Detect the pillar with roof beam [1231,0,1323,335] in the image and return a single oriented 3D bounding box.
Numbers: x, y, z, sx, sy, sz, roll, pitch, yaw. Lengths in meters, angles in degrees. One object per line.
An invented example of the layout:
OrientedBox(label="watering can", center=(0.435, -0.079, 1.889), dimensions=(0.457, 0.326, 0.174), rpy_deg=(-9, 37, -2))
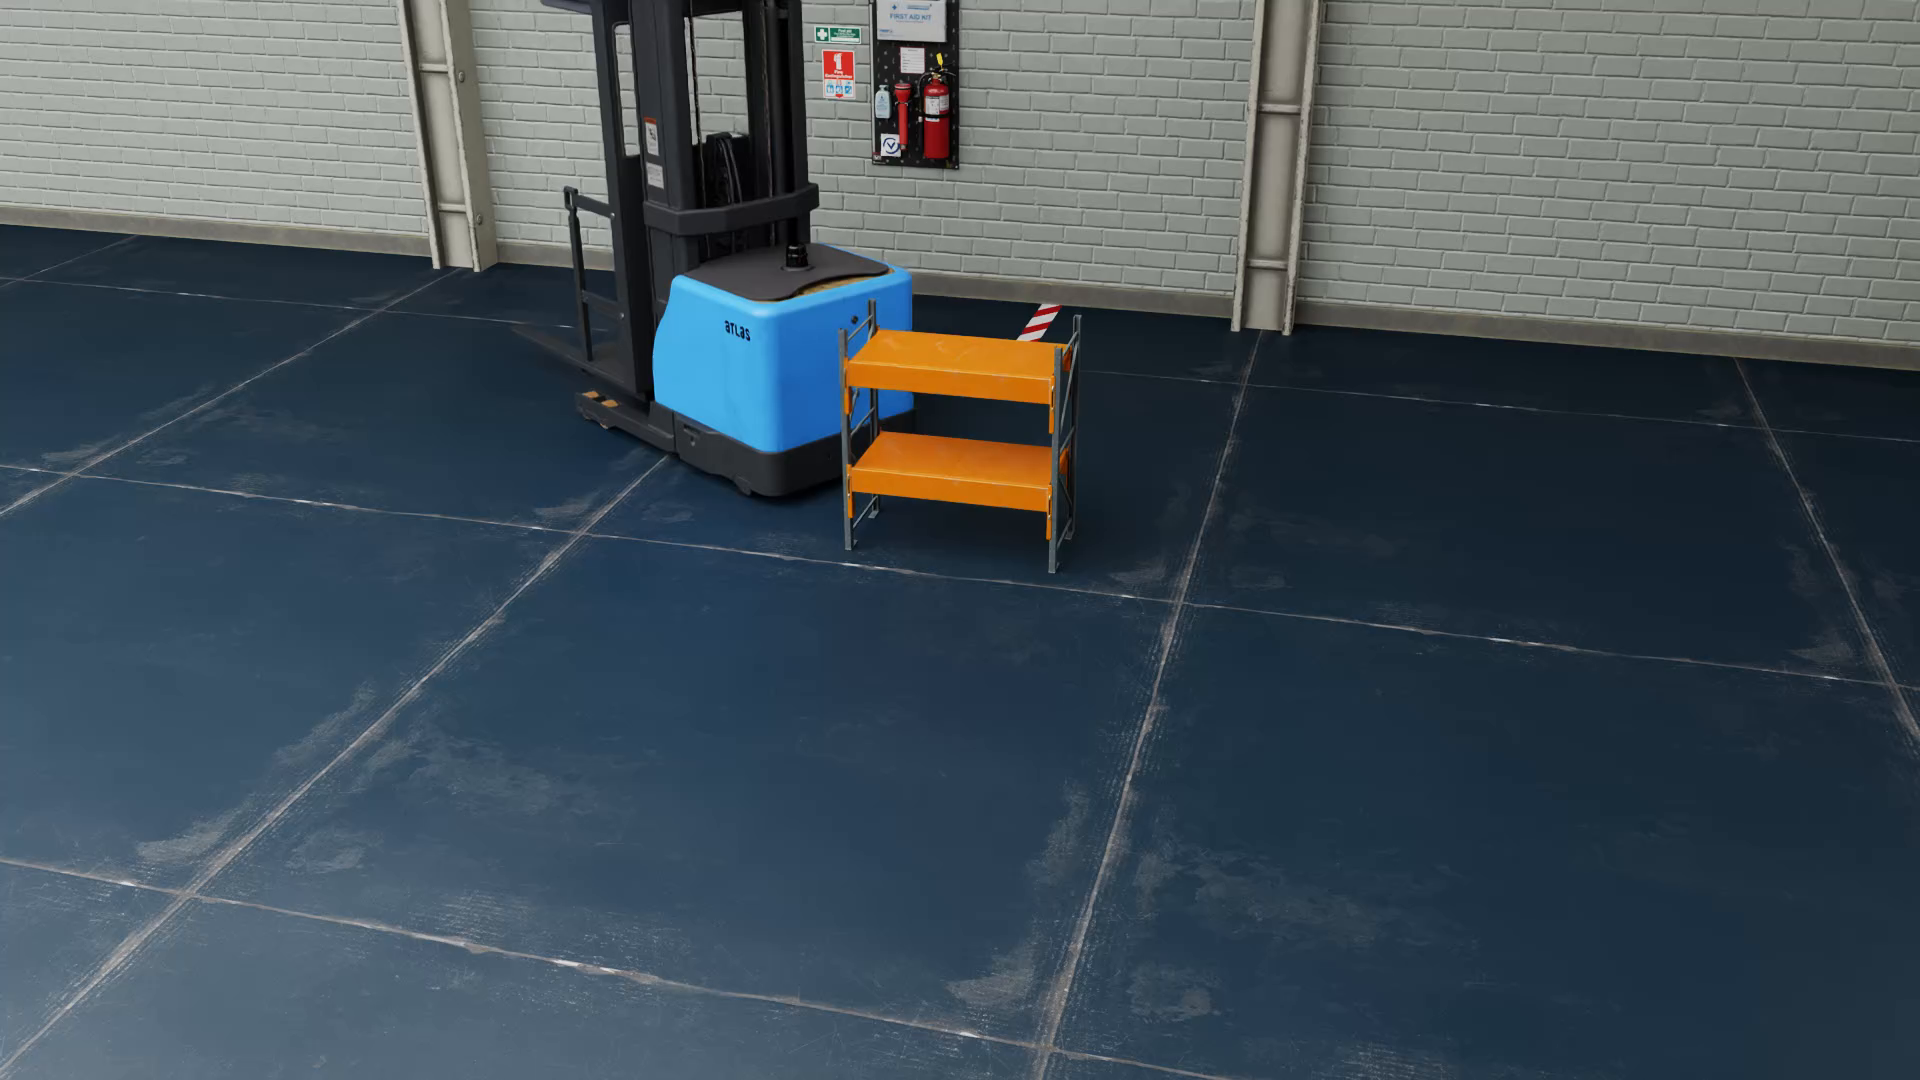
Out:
OrientedBox(label="pillar with roof beam", center=(0.986, -3.725, 5.605), dimensions=(0.400, 9.000, 9.100), rpy_deg=(6, 26, 13))

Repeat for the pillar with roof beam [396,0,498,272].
OrientedBox(label="pillar with roof beam", center=(-4.825, -4.367, 6.954), dimensions=(0.400, 9.000, 9.100), rpy_deg=(6, 26, 13))

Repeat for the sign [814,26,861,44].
OrientedBox(label="sign", center=(-0.833, -3.442, 11.332), dimensions=(0.331, 0.109, 0.001), rpy_deg=(6, 26, 13))

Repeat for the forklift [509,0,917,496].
OrientedBox(label="forklift", center=(-1.602, -2.095, 9.240), dimensions=(1.130, 2.935, 3.031), rpy_deg=(-22, 33, -38))

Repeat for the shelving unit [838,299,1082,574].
OrientedBox(label="shelving unit", center=(0.007, -0.507, 8.007), dimensions=(1.048, 1.125, 0.538), rpy_deg=(6, 26, 13))

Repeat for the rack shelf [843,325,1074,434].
OrientedBox(label="rack shelf", center=(0.007, -0.771, 7.881), dimensions=(1.000, 0.278, 0.538), rpy_deg=(6, 26, 13))

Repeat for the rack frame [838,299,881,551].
OrientedBox(label="rack frame", center=(-0.486, -0.562, 8.121), dimensions=(0.032, 1.125, 0.500), rpy_deg=(6, 26, 13))

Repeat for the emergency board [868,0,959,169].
OrientedBox(label="emergency board", center=(-0.326, -3.089, 11.248), dimensions=(0.643, 1.169, 0.194), rpy_deg=(6, 26, 13))

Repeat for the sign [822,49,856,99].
OrientedBox(label="sign", center=(-0.836, -3.207, 11.455), dimensions=(0.234, 0.329, 0.001), rpy_deg=(6, 26, 13))

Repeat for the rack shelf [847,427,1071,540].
OrientedBox(label="rack shelf", center=(0.007, -0.286, 8.112), dimensions=(1.000, 0.278, 0.538), rpy_deg=(6, 26, 13))

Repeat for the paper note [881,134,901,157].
OrientedBox(label="paper note", center=(-0.480, -2.739, 11.538), dimensions=(0.142, 0.148, 0.016), rpy_deg=(6, 26, 13))

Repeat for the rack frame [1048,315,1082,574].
OrientedBox(label="rack frame", center=(0.499, -0.453, 7.892), dimensions=(0.032, 1.125, 0.500), rpy_deg=(6, 26, 13))
